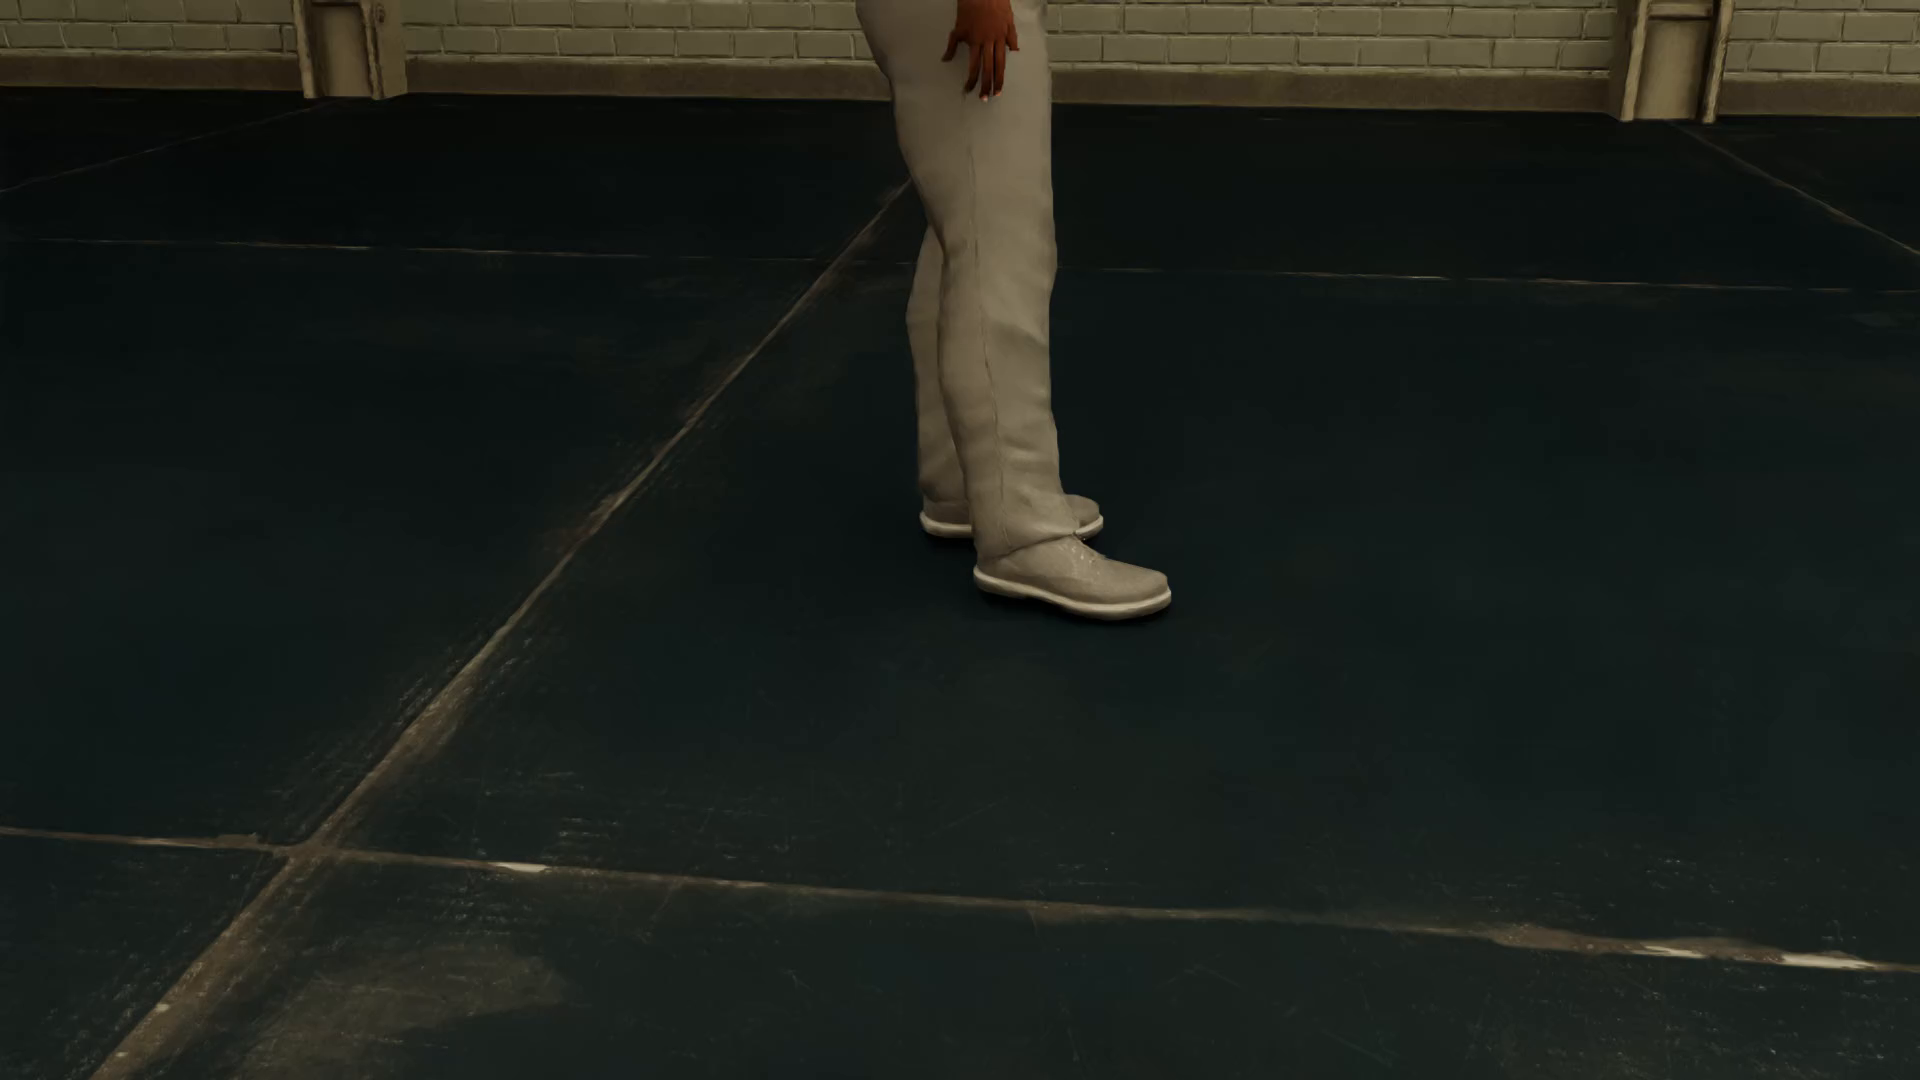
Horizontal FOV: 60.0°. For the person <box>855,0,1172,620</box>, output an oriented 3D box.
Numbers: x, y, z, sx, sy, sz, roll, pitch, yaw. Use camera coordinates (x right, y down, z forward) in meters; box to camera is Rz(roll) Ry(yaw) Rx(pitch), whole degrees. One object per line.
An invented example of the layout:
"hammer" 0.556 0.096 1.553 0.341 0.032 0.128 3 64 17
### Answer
"person" 0.072 -0.777 2.333 0.529 1.684 0.570 3 22 7
